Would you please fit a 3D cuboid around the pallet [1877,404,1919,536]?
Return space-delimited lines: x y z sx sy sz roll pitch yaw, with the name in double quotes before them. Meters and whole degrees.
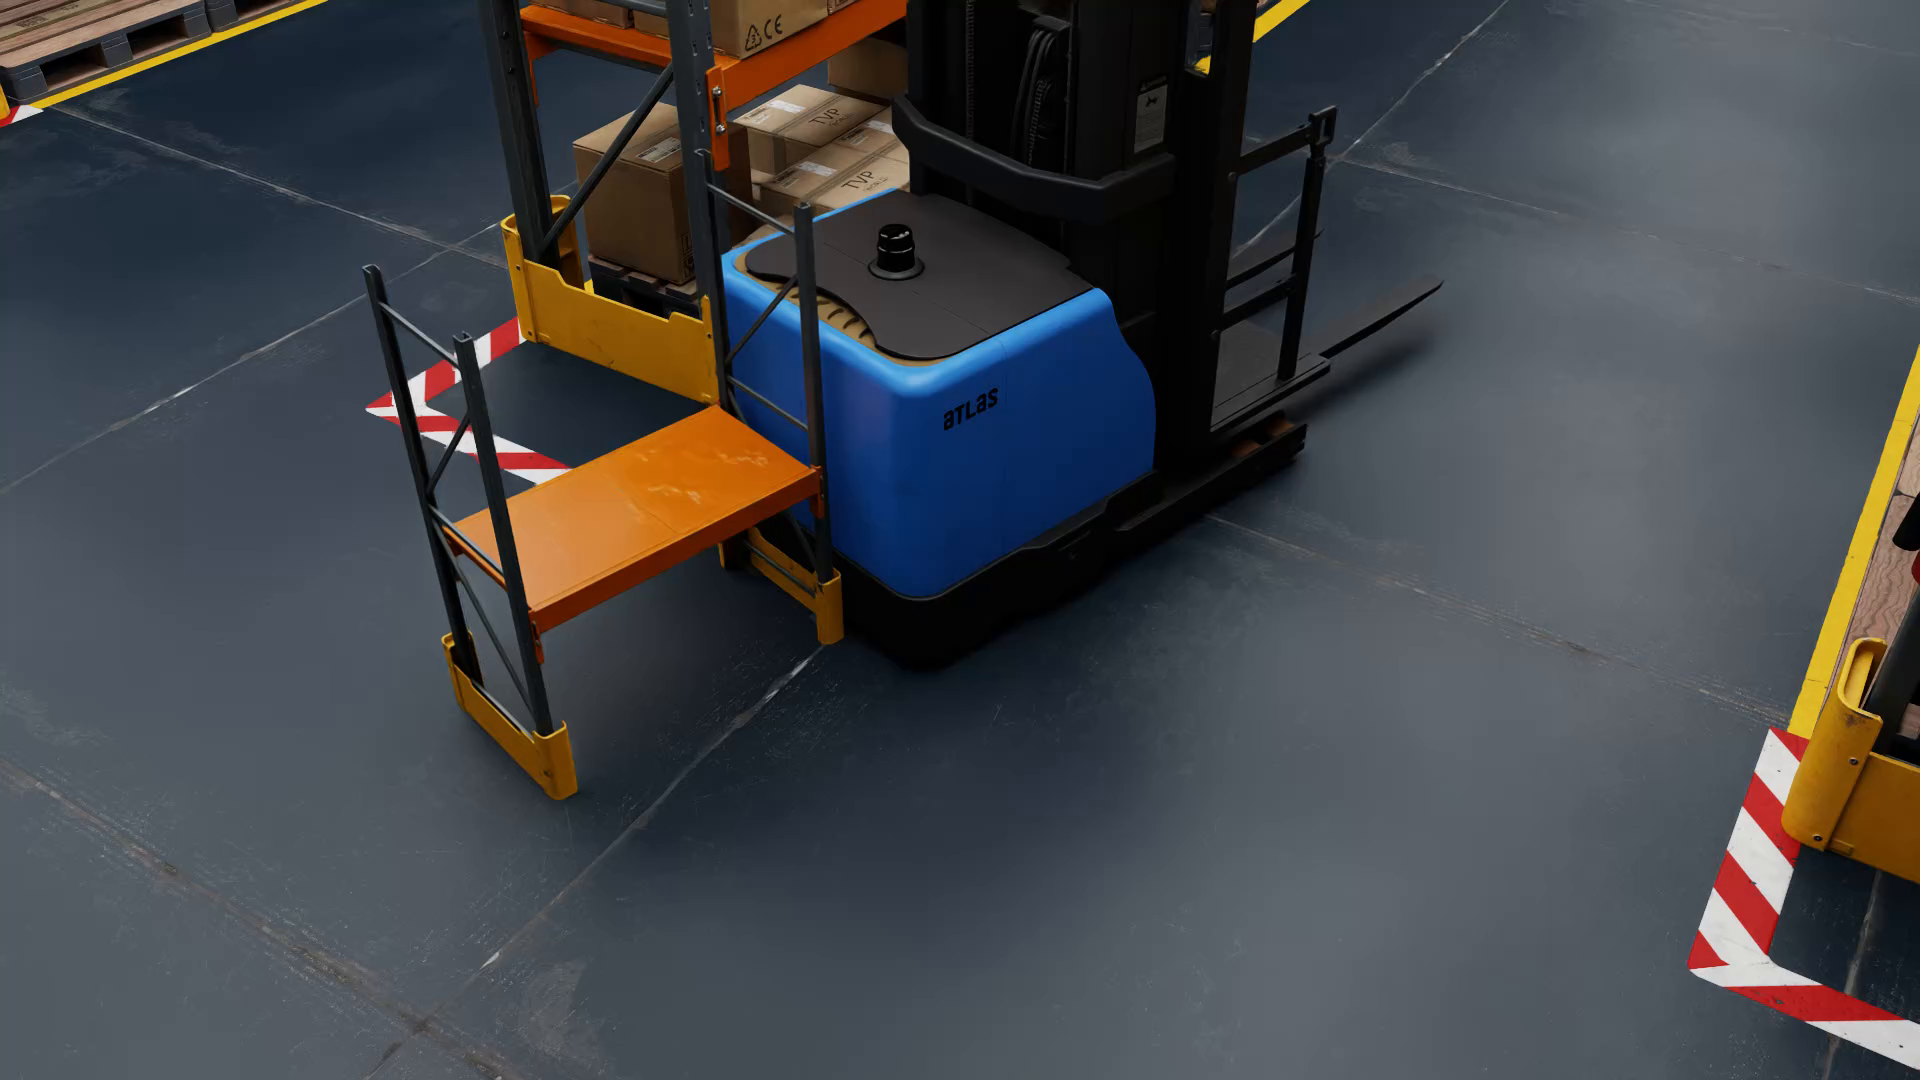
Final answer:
"pallet" 3.913 -0.232 5.878 1.003 0.211 1.213 21 42 25

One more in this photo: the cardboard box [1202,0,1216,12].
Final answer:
"cardboard box" 1.319 -3.306 9.269 0.500 0.500 0.500 19 42 23

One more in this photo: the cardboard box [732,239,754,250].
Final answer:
"cardboard box" -0.774 -1.039 6.615 0.380 0.149 0.250 21 42 25

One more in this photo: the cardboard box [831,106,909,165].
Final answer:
"cardboard box" -0.222 -1.678 7.362 0.500 0.250 0.500 21 42 25

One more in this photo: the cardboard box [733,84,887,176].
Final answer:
"cardboard box" -0.671 -1.816 7.541 0.500 0.250 0.500 21 42 25

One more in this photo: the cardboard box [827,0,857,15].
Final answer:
"cardboard box" -0.556 -2.340 6.247 0.500 0.500 0.500 21 42 25

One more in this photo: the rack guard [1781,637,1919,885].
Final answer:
"rack guard" 2.883 0.731 4.393 1.175 0.500 0.348 21 42 25

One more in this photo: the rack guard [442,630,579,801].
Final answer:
"rack guard" -1.324 0.508 4.887 0.087 0.250 0.587 -29 46 -32

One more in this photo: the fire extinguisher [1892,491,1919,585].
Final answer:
"fire extinguisher" 2.426 -0.167 3.878 0.296 0.674 0.183 21 42 25

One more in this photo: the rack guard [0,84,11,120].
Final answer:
"rack guard" -5.471 -2.506 8.591 1.175 0.500 0.348 21 42 25

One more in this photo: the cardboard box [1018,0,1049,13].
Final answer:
"cardboard box" 0.447 -2.916 8.918 0.500 0.311 0.500 21 42 25

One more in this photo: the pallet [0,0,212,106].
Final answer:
"pallet" -4.995 -2.820 9.236 1.003 0.211 1.213 21 42 25

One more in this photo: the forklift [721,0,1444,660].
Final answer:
"forklift" 0.629 -1.567 5.382 3.031 2.935 1.130 -29 46 -32

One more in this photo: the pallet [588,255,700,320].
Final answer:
"pallet" -0.822 -1.236 7.181 1.003 0.211 1.213 21 42 25

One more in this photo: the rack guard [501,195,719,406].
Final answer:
"rack guard" -1.248 -0.939 6.559 1.175 0.500 0.348 21 42 25

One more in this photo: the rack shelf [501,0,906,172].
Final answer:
"rack shelf" -0.217 -2.636 7.302 1.077 0.370 4.000 21 42 25

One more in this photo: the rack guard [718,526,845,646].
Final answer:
"rack guard" -0.592 0.096 5.421 0.087 0.250 0.587 -29 46 -32

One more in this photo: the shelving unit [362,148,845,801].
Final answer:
"shelving unit" -0.958 -0.193 4.772 1.083 1.500 0.587 -29 46 -32

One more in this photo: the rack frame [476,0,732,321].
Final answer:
"rack frame" -1.289 -1.890 5.745 1.000 3.000 0.127 21 42 25

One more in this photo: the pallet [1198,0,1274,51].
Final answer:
"pallet" 1.258 -3.280 9.831 1.003 0.211 1.213 21 42 25

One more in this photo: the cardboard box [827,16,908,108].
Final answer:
"cardboard box" -0.148 -2.168 7.789 0.797 0.503 0.637 21 42 25

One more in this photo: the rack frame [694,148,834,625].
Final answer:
"rack frame" -0.578 -0.407 5.050 0.032 1.500 0.500 -29 46 -32

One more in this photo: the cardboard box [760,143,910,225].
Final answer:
"cardboard box" -0.490 -1.421 7.028 0.500 0.250 0.500 21 42 25

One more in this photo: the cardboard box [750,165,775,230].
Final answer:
"cardboard box" -0.912 -1.483 7.177 0.380 0.166 0.250 21 42 25

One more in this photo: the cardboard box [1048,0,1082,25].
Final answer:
"cardboard box" 0.789 -2.750 8.548 0.500 0.500 0.500 21 42 25

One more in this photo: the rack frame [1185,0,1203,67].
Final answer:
"rack frame" 0.854 -3.952 8.420 1.000 3.000 0.127 21 42 25

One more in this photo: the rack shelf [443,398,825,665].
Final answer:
"rack shelf" -0.952 -0.055 4.887 1.000 0.185 0.538 -29 46 -32

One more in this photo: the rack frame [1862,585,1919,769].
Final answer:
"rack frame" 2.896 -0.272 3.646 1.000 3.000 0.127 21 42 25

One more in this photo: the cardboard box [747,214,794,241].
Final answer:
"cardboard box" -0.640 -1.175 6.777 0.380 0.166 0.250 21 42 25

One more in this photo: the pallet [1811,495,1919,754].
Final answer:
"pallet" 3.258 0.395 5.065 1.003 0.211 1.213 21 42 25

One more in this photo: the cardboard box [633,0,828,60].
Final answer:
"cardboard box" -0.828 -2.072 5.899 0.500 0.500 0.500 22 43 26

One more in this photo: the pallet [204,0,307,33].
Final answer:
"pallet" -4.340 -3.447 10.048 1.003 0.211 1.213 21 42 25

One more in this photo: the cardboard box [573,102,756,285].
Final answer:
"cardboard box" -1.205 -1.435 6.842 0.500 0.500 0.500 21 42 25

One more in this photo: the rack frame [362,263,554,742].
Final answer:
"rack frame" -1.325 0.013 4.504 0.032 1.500 0.500 -29 46 -32

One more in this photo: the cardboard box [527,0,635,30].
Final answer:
"cardboard box" -1.279 -2.250 6.130 0.500 0.500 0.500 23 43 26

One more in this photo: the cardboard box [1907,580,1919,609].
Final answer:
"cardboard box" 3.187 0.158 4.791 0.700 0.500 0.500 21 42 25
